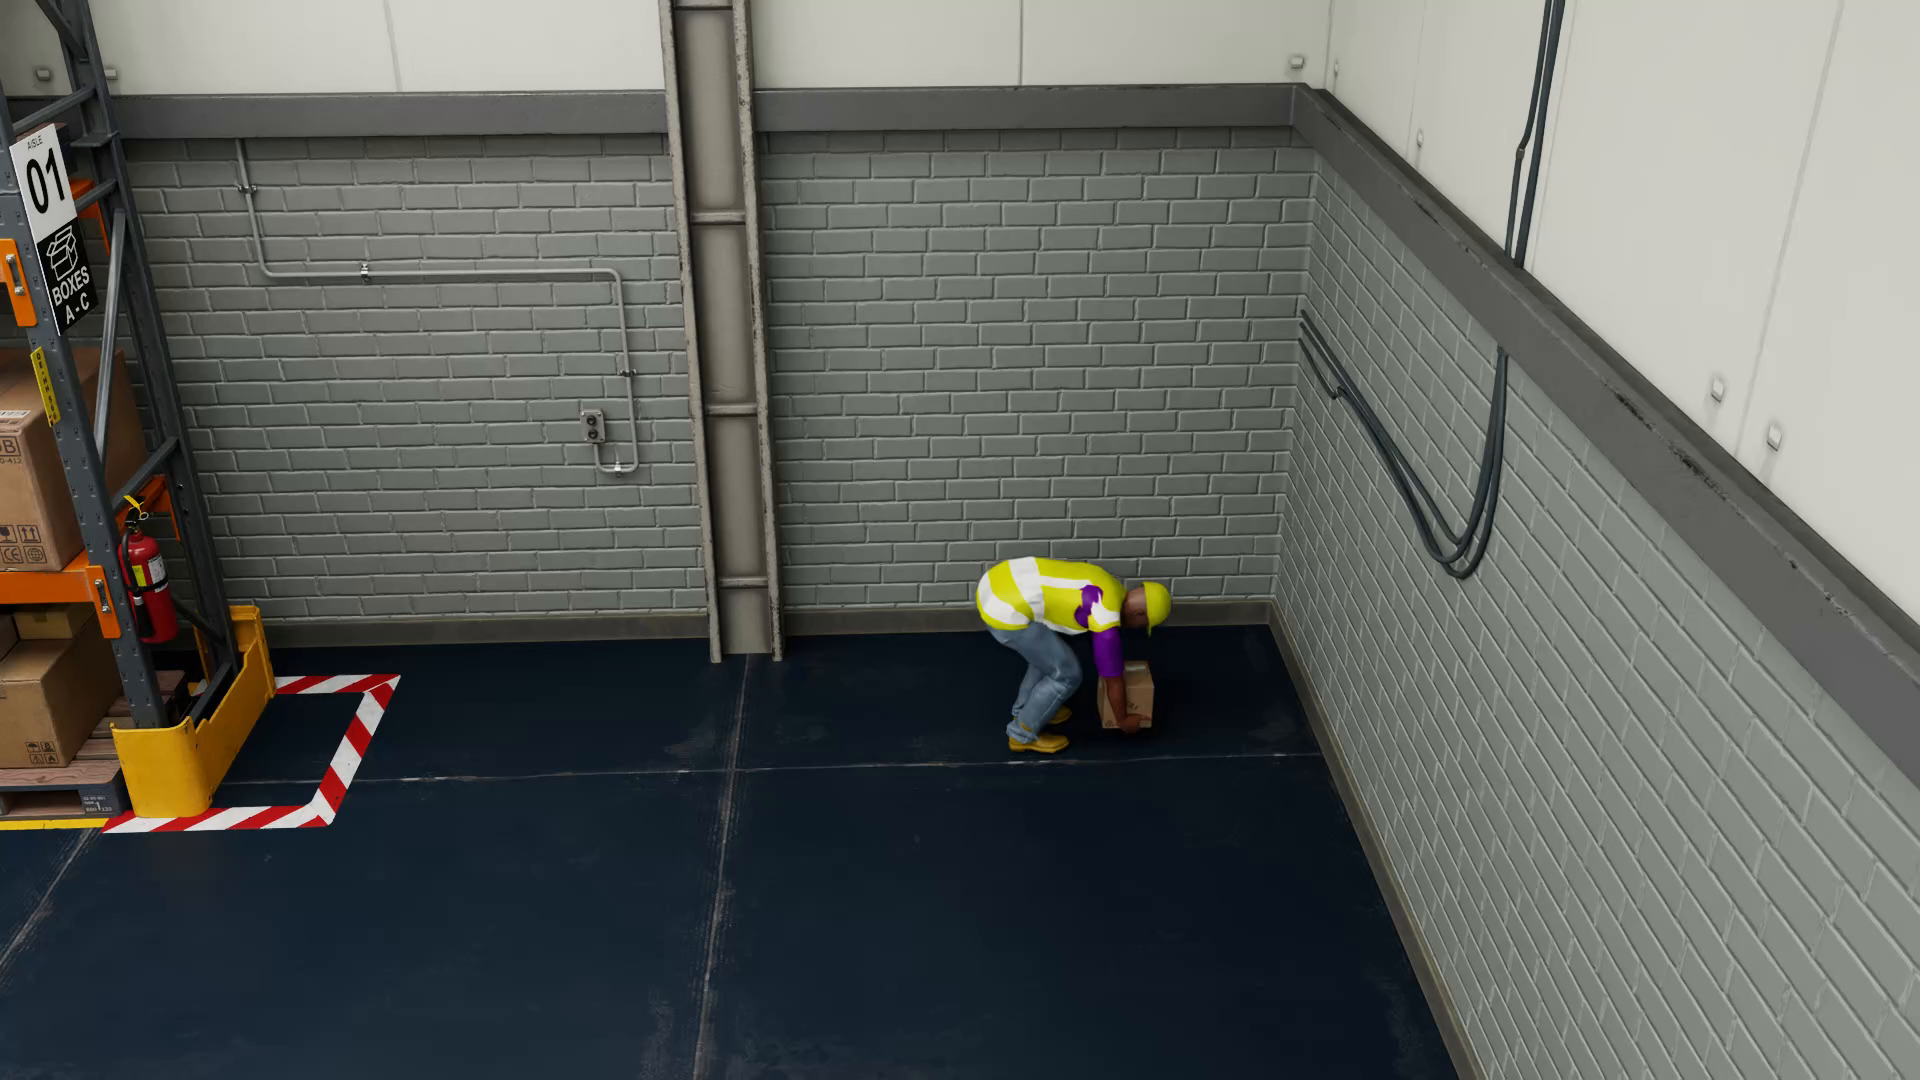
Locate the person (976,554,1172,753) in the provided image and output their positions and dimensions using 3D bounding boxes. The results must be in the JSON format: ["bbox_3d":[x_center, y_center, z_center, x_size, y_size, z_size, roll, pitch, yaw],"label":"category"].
[{"bbox_3d":[0.573,0.538,8.377,0.975,1.006,0.501,-3,28,-5],"label":"person"}]
